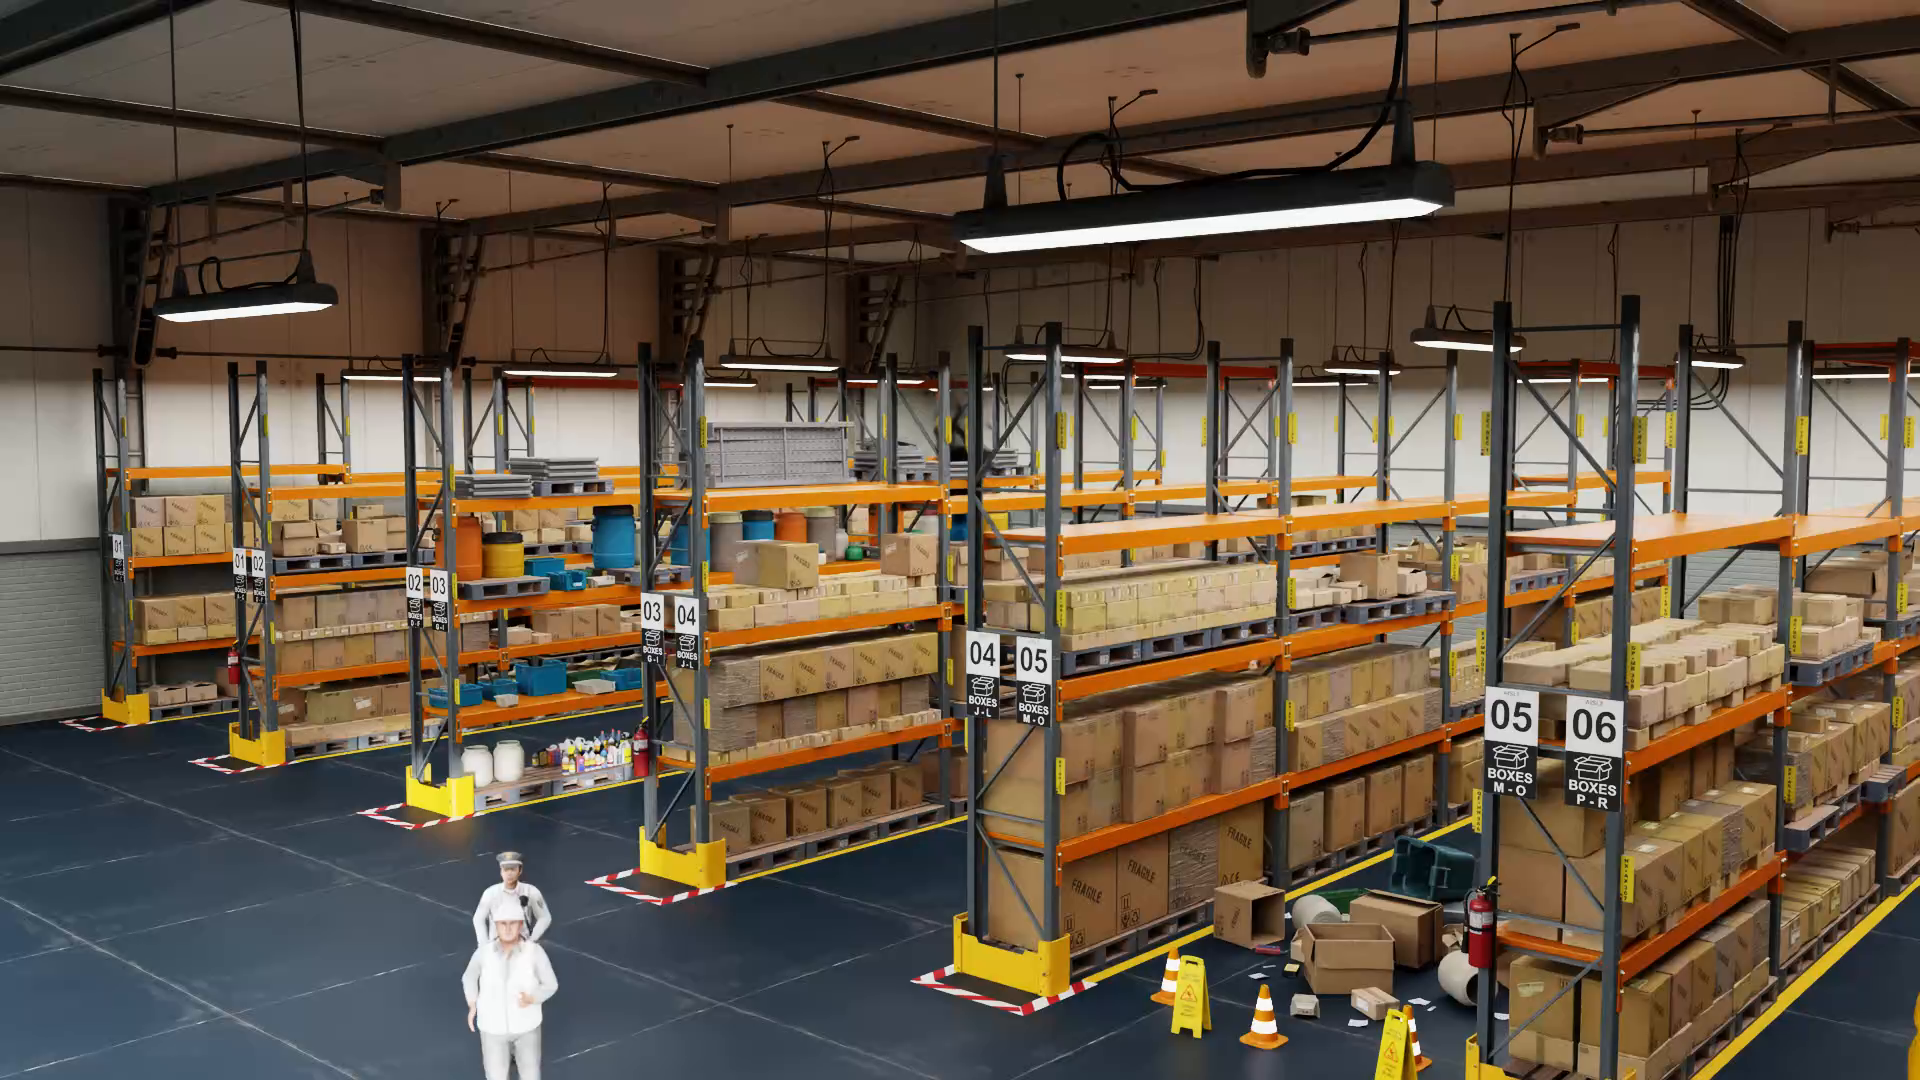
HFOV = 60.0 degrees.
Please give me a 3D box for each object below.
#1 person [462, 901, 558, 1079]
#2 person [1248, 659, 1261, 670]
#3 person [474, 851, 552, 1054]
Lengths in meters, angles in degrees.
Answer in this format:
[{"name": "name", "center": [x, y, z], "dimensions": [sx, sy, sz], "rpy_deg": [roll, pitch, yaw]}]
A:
[{"name": "person", "center": [-3.179, 3.422, 11.746], "dimensions": [0.668, 1.748, 0.897], "rpy_deg": [-1, 4, -12]}, {"name": "person", "center": [4.247, 2.527, 24.186], "dimensions": [0.553, 1.659, 0.955], "rpy_deg": [3, 5, 32]}, {"name": "person", "center": [-3.659, 3.348, 13.600], "dimensions": [0.631, 1.646, 0.544], "rpy_deg": [-1, 4, -10]}]
